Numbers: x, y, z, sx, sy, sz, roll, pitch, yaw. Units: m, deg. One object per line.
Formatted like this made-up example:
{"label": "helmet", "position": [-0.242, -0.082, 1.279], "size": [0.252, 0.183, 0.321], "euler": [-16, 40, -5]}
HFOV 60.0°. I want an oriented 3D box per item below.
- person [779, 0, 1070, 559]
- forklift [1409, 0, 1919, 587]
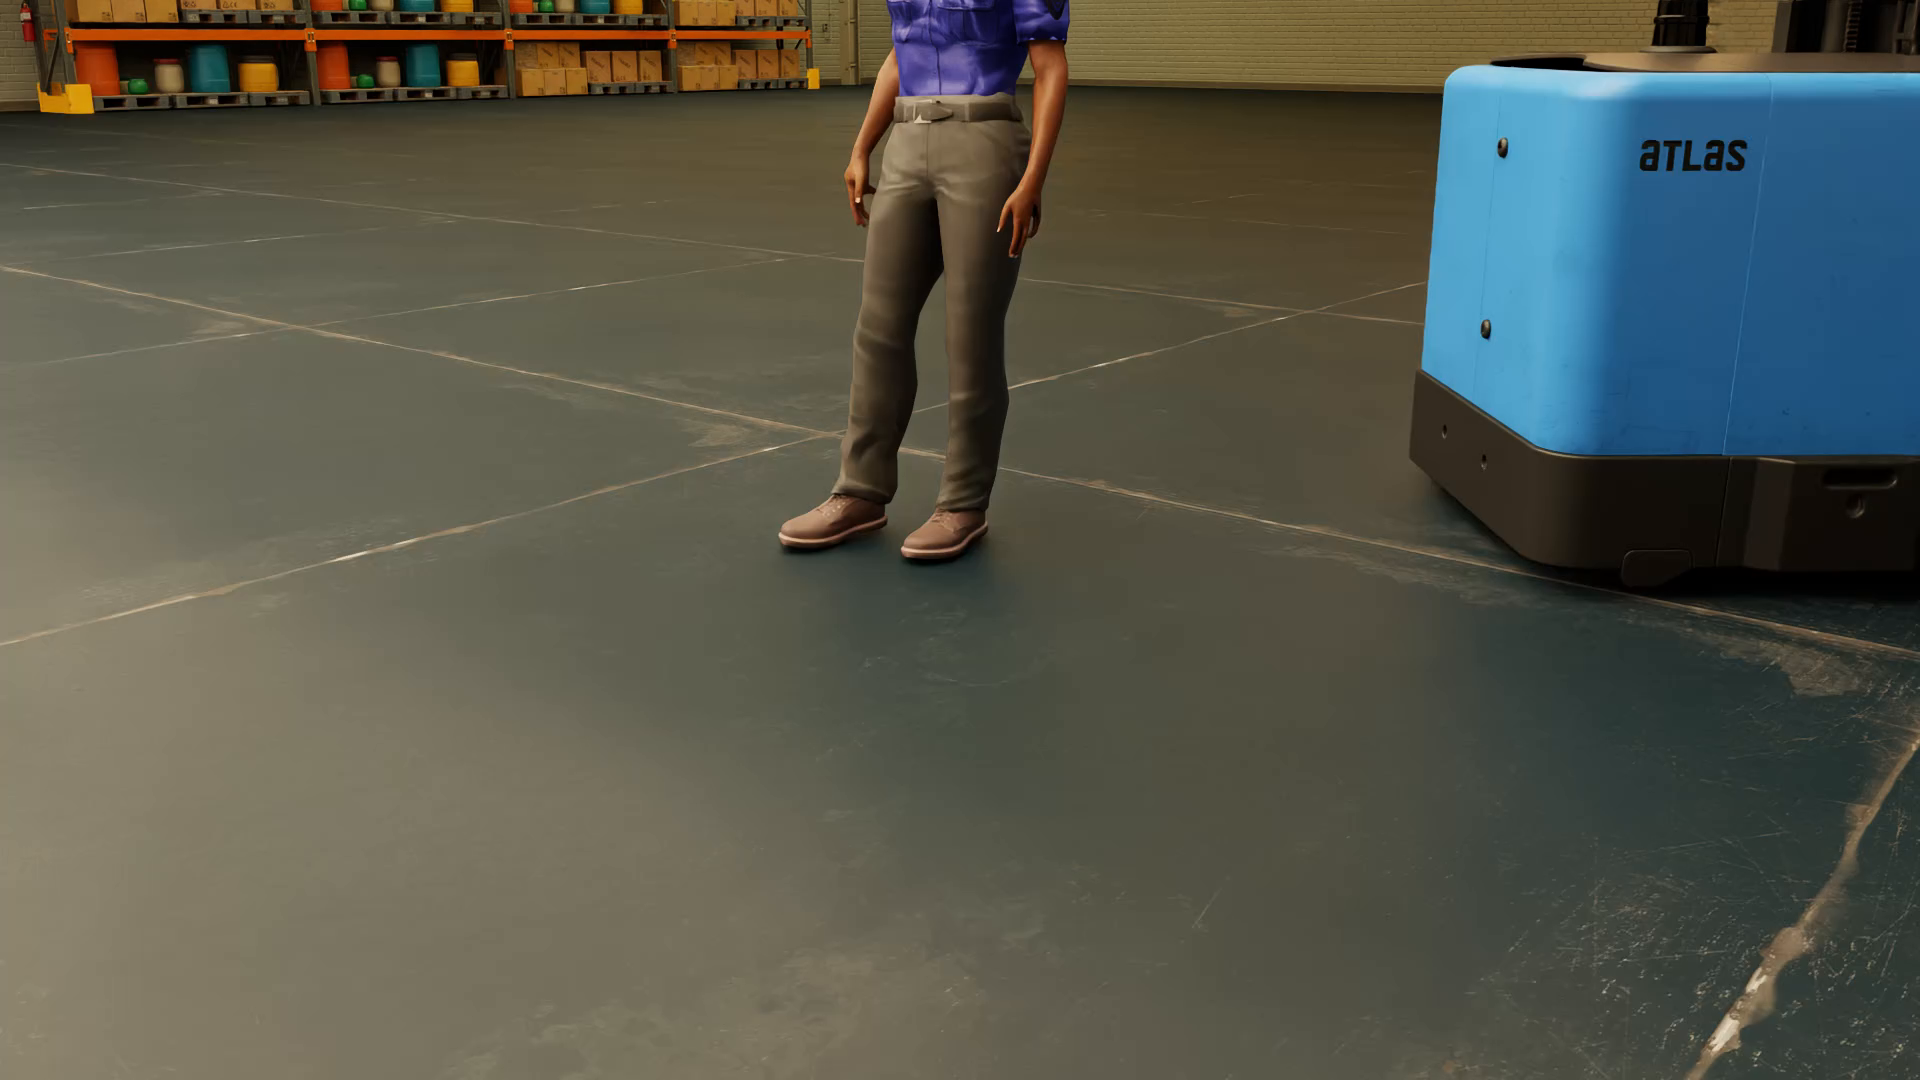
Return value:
{"label": "person", "position": [-0.071, -0.783, 3.647], "size": [0.569, 1.656, 0.503], "euler": [13, 21, 37]}
{"label": "forklift", "position": [2.713, -1.434, 3.620], "size": [3.031, 2.935, 1.130], "euler": [0, 17, -1]}
